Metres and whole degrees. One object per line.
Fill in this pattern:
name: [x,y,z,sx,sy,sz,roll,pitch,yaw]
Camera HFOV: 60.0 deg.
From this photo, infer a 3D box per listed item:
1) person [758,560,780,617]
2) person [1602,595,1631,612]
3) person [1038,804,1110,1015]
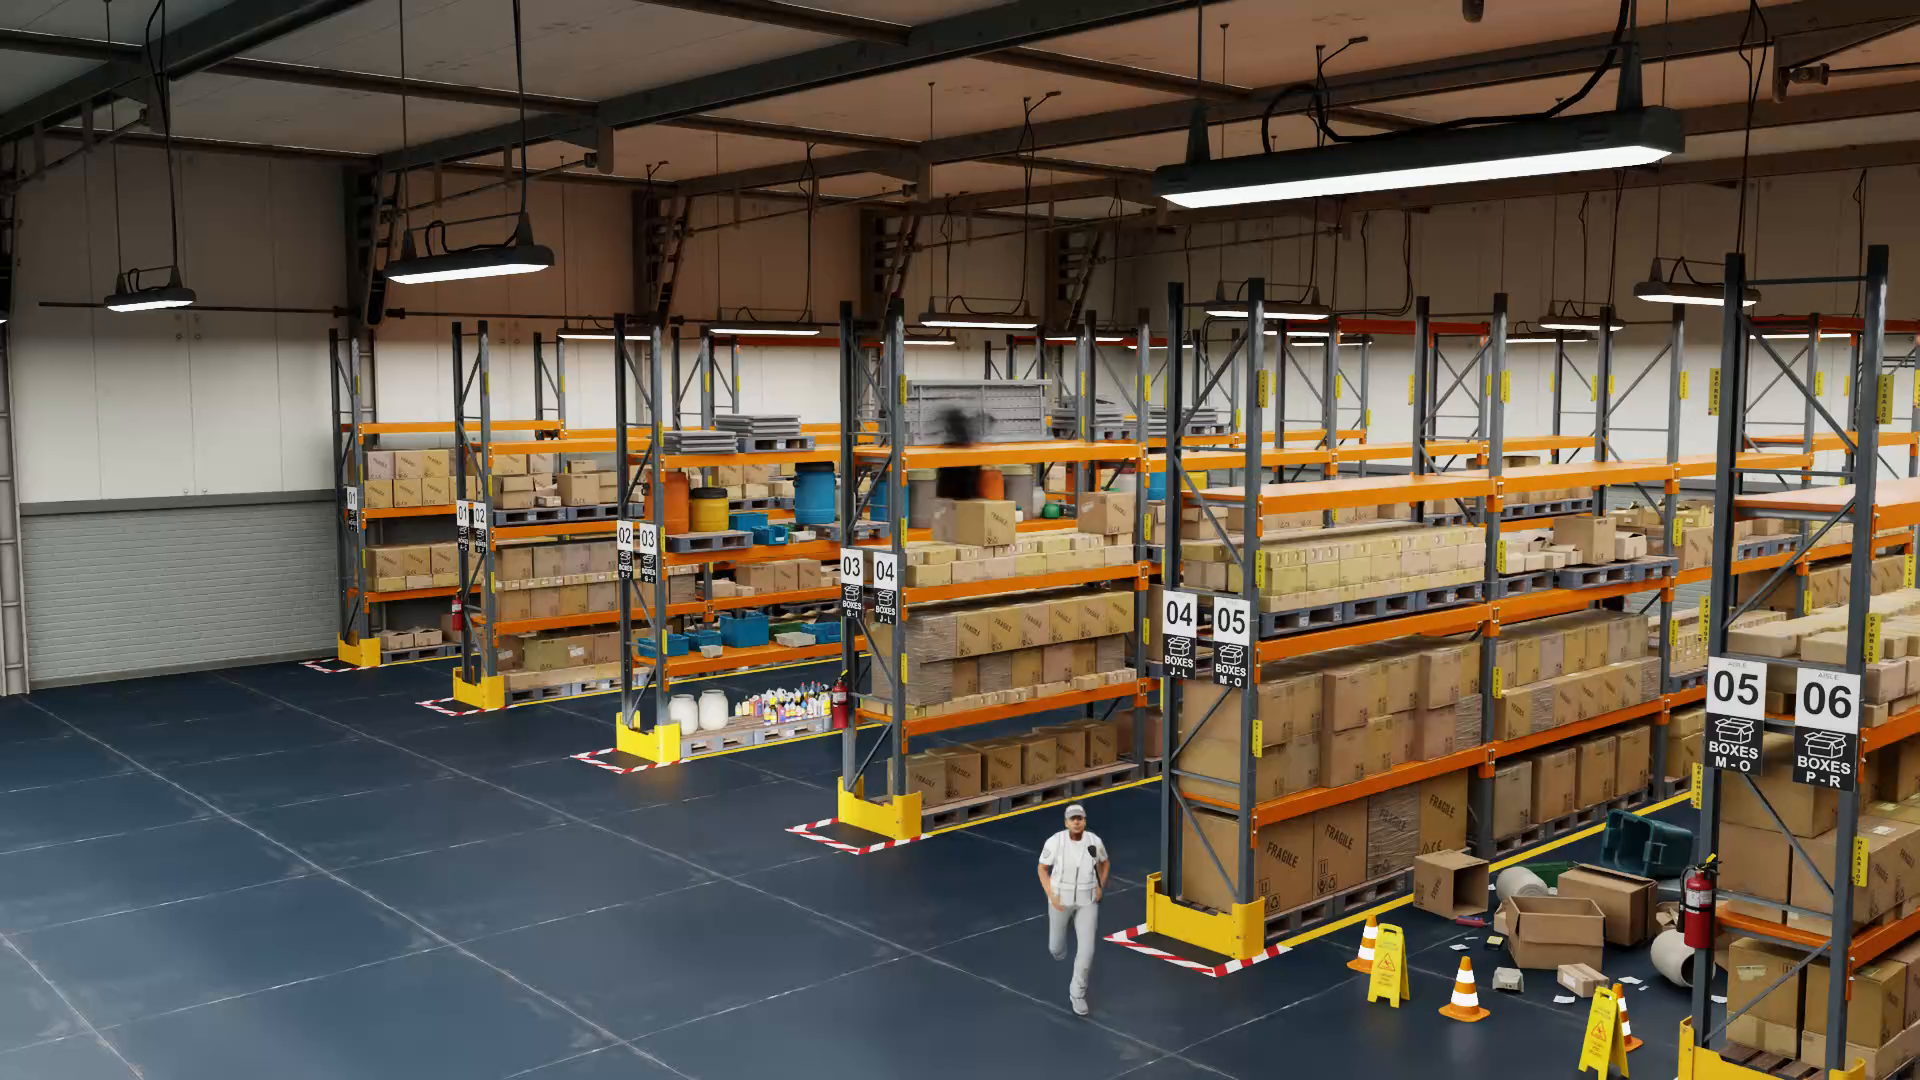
person: [-3.667,1.180,32.256,0.510,1.602,0.676,4,7,36]
person: [11.778,1.364,29.995,0.669,1.670,0.591,-2,6,-17]
person: [0.944,2.988,13.757,0.603,1.643,0.830,0,6,1]
